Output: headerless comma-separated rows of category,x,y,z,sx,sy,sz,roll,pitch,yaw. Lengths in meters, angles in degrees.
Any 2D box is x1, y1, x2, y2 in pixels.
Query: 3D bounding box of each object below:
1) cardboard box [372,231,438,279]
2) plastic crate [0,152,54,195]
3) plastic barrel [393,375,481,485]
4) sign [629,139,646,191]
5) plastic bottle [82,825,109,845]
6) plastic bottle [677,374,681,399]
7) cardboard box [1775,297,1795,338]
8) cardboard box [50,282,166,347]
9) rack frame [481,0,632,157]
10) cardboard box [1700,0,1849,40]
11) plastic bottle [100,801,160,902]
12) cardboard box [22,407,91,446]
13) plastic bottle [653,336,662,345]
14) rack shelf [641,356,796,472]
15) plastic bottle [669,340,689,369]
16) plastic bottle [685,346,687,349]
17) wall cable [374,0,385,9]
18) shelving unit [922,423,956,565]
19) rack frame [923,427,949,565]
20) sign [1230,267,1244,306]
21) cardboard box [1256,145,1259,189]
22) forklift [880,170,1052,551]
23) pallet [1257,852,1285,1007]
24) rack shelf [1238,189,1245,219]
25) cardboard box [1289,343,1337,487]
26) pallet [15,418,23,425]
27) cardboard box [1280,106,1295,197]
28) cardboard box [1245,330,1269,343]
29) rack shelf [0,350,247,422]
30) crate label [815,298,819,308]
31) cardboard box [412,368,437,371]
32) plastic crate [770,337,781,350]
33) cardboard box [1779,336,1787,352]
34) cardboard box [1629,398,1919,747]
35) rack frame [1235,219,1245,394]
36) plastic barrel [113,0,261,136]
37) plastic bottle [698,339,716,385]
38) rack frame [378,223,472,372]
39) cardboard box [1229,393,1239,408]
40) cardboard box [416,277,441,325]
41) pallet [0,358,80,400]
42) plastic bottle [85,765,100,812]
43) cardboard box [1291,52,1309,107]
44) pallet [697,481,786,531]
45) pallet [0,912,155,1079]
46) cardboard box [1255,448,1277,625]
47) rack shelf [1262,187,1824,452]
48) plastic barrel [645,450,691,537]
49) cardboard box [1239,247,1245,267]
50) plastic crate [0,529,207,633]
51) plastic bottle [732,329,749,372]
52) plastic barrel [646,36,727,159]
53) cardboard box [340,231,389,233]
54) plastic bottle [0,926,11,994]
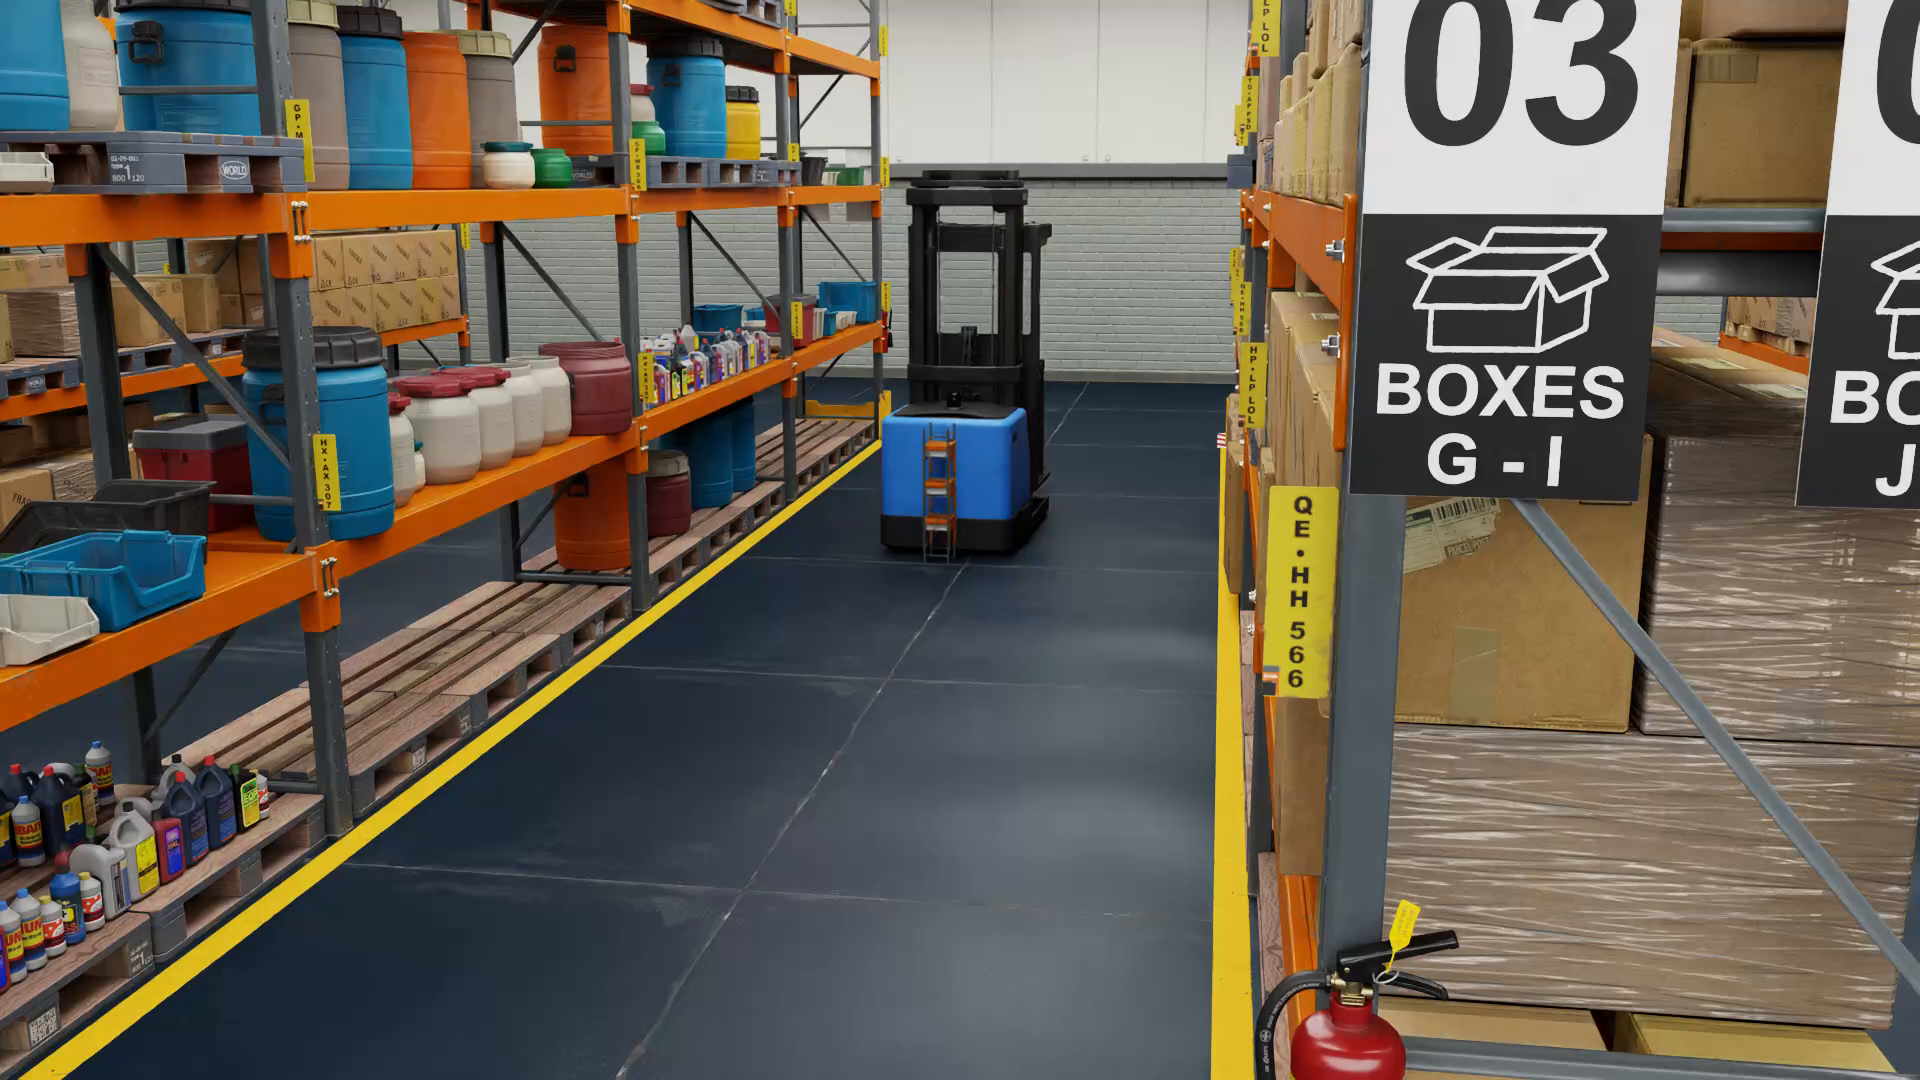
cardboard box,-6.144,-3.160,18.427,0.500,0.500,0.500,2,12,10
plastic crate,-3.070,-1.160,5.263,0.243,0.136,0.396,2,12,9
plastic barrel,-2.746,-0.581,8.748,0.433,0.535,0.433,0,12,0
sign,-2.063,-2.402,10.645,0.100,0.325,0.005,2,12,9
plastic bottle,-3.221,1.195,6.230,0.061,0.283,0.133,2,12,9
plastic bottle,-2.085,-1.133,12.100,0.097,0.201,0.097,0,12,0
cardboard box,7.843,-2.116,15.246,0.500,0.500,0.500,2,12,7
cardboard box,-7.097,-1.881,13.868,0.700,0.500,0.500,-1,12,-6
rack frame,-2.607,-3.935,10.394,1.000,3.000,0.127,2,12,9
cardboard box,1.327,-0.815,2.443,0.380,0.149,0.250,2,12,8
plastic bottle,-3.116,1.160,6.233,0.144,0.351,0.185,2,12,8
cardboard box,-7.432,-0.951,13.895,0.500,0.250,0.500,2,12,8
plastic bottle,-2.541,-1.589,14.052,0.097,0.271,0.097,0,12,0
rack shelf,-2.300,-1.067,13.034,1.077,0.370,4.000,2,12,9
plastic bottle,-2.151,-1.357,12.787,0.144,0.351,0.185,2,12,9
plastic bottle,-2.370,-1.578,14.167,0.097,0.201,0.097,0,12,0
wall cable,-7.270,-7.951,24.409,3.097,2.526,0.112,2,12,9
shelving unit,-0.156,-0.351,12.631,0.215,1.050,0.252,2,12,11
rack frame,-0.179,-0.326,12.514,0.200,1.050,0.008,2,12,11
sign,2.353,-2.154,14.128,0.100,0.325,0.005,2,12,9
cardboard box,1.963,-2.146,9.566,0.500,0.250,0.500,2,12,10
forklift,0.165,-1.611,14.012,1.130,2.935,3.031,2,12,11
pallet,1.603,1.495,6.058,1.003,0.211,1.213,2,12,9
rack shelf,3.209,-3.206,15.837,1.077,0.370,4.000,2,12,9
cardboard box,1.047,-0.191,3.942,0.500,0.500,0.500,2,12,9
pallet,-11.212,-1.457,19.753,1.003,0.211,1.213,2,12,9
cardboard box,1.186,-1.104,4.731,0.500,0.250,0.500,1,12,6
cardboard box,2.277,-1.214,11.768,0.500,0.500,0.500,1,12,7
rack shelf,-7.194,-1.229,13.782,1.077,0.370,4.000,2,12,9
crate label,-1.740,-2.575,18.576,0.416,0.233,0.303,2,12,9
cardboard box,-6.111,-1.701,19.157,0.500,0.500,0.500,2,12,9
plastic crate,-1.779,-1.828,15.339,0.396,0.136,0.243,2,12,9
cardboard box,7.839,-1.820,15.414,0.380,0.149,0.250,2,12,11
cardboard box,1.410,0.034,2.897,0.500,0.500,0.500,2,12,9
rack frame,3.517,-2.508,18.009,1.000,3.000,0.127,2,12,9
plastic barrel,-3.359,-1.994,7.318,0.600,0.901,0.708,2,12,9
plastic bottle,-1.980,-1.380,12.894,0.144,0.351,0.185,2,12,9
rack frame,-6.271,-2.829,19.502,1.000,3.000,0.127,2,12,9
cardboard box,2.823,-0.708,13.704,1.225,0.875,0.875,2,12,9
cardboard box,-6.147,-2.668,18.516,0.500,0.500,0.500,2,12,9
pallet,-7.466,-1.214,12.460,1.213,0.211,1.003,2,12,9
plastic bottle,-3.720,1.056,7.071,0.097,0.201,0.097,0,12,0
cardboard box,1.158,-1.321,4.794,0.380,0.149,0.250,2,12,8
pallet,-2.152,-0.313,14.445,1.003,0.211,1.213,2,12,9
pallet,-3.552,1.586,5.632,1.003,0.211,1.213,2,12,9
cardboard box,1.429,-0.009,5.473,0.875,0.500,0.500,2,12,9
rack shelf,1.364,-0.708,4.246,1.077,0.370,4.000,2,12,9
plastic barrel,-2.375,-0.367,12.802,0.600,0.588,0.708,2,12,9
cardboard box,3.026,-2.643,16.507,0.500,0.500,0.500,2,12,7
plastic crate,-3.124,0.142,6.068,0.499,0.251,0.616,2,12,9
plastic bottle,-1.839,-1.571,13.780,0.144,0.351,0.185,2,12,9
plastic barrel,-2.104,-3.392,12.805,0.600,0.901,0.708,2,12,9
cardboard box,-6.673,-3.174,18.491,0.500,0.500,0.500,2,12,9
plastic bottle,-3.198,1.362,5.459,0.061,0.283,0.133,2,12,10
